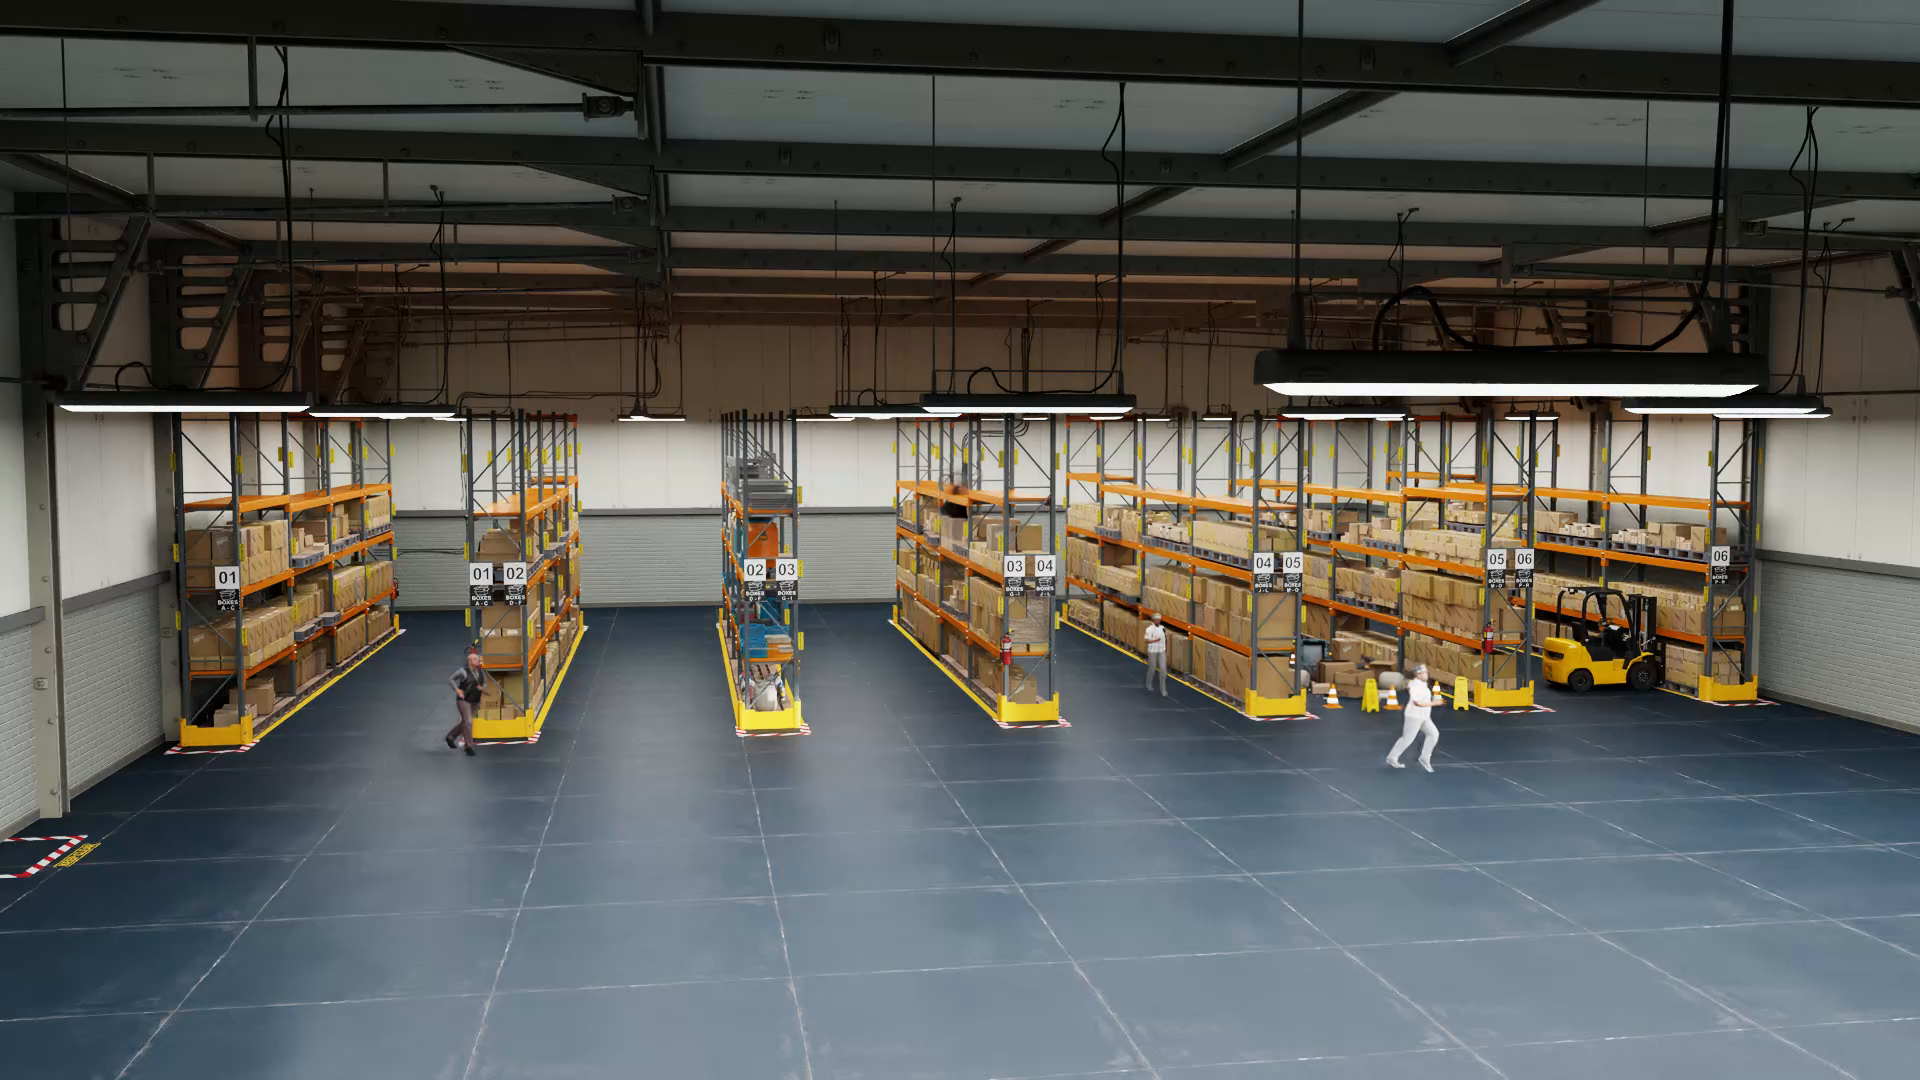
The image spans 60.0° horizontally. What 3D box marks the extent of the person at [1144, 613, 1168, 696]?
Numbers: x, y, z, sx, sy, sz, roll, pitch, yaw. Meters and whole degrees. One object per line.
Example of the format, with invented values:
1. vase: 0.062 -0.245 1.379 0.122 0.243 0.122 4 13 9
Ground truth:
1. person: 4.158 2.391 35.145 0.570 1.719 0.850 -1 4 -13

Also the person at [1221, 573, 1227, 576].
1. person: 8.108 1.345 50.807 0.876 1.630 0.662 2 4 22

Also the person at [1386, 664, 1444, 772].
1. person: 7.524 2.934 27.411 0.911 1.832 0.672 2 5 31

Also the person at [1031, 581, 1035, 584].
1. person: 2.317 1.546 49.206 0.894 1.572 0.790 -3 5 -36

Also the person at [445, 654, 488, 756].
1. person: -8.588 2.860 29.099 0.864 1.744 0.661 3 5 33
